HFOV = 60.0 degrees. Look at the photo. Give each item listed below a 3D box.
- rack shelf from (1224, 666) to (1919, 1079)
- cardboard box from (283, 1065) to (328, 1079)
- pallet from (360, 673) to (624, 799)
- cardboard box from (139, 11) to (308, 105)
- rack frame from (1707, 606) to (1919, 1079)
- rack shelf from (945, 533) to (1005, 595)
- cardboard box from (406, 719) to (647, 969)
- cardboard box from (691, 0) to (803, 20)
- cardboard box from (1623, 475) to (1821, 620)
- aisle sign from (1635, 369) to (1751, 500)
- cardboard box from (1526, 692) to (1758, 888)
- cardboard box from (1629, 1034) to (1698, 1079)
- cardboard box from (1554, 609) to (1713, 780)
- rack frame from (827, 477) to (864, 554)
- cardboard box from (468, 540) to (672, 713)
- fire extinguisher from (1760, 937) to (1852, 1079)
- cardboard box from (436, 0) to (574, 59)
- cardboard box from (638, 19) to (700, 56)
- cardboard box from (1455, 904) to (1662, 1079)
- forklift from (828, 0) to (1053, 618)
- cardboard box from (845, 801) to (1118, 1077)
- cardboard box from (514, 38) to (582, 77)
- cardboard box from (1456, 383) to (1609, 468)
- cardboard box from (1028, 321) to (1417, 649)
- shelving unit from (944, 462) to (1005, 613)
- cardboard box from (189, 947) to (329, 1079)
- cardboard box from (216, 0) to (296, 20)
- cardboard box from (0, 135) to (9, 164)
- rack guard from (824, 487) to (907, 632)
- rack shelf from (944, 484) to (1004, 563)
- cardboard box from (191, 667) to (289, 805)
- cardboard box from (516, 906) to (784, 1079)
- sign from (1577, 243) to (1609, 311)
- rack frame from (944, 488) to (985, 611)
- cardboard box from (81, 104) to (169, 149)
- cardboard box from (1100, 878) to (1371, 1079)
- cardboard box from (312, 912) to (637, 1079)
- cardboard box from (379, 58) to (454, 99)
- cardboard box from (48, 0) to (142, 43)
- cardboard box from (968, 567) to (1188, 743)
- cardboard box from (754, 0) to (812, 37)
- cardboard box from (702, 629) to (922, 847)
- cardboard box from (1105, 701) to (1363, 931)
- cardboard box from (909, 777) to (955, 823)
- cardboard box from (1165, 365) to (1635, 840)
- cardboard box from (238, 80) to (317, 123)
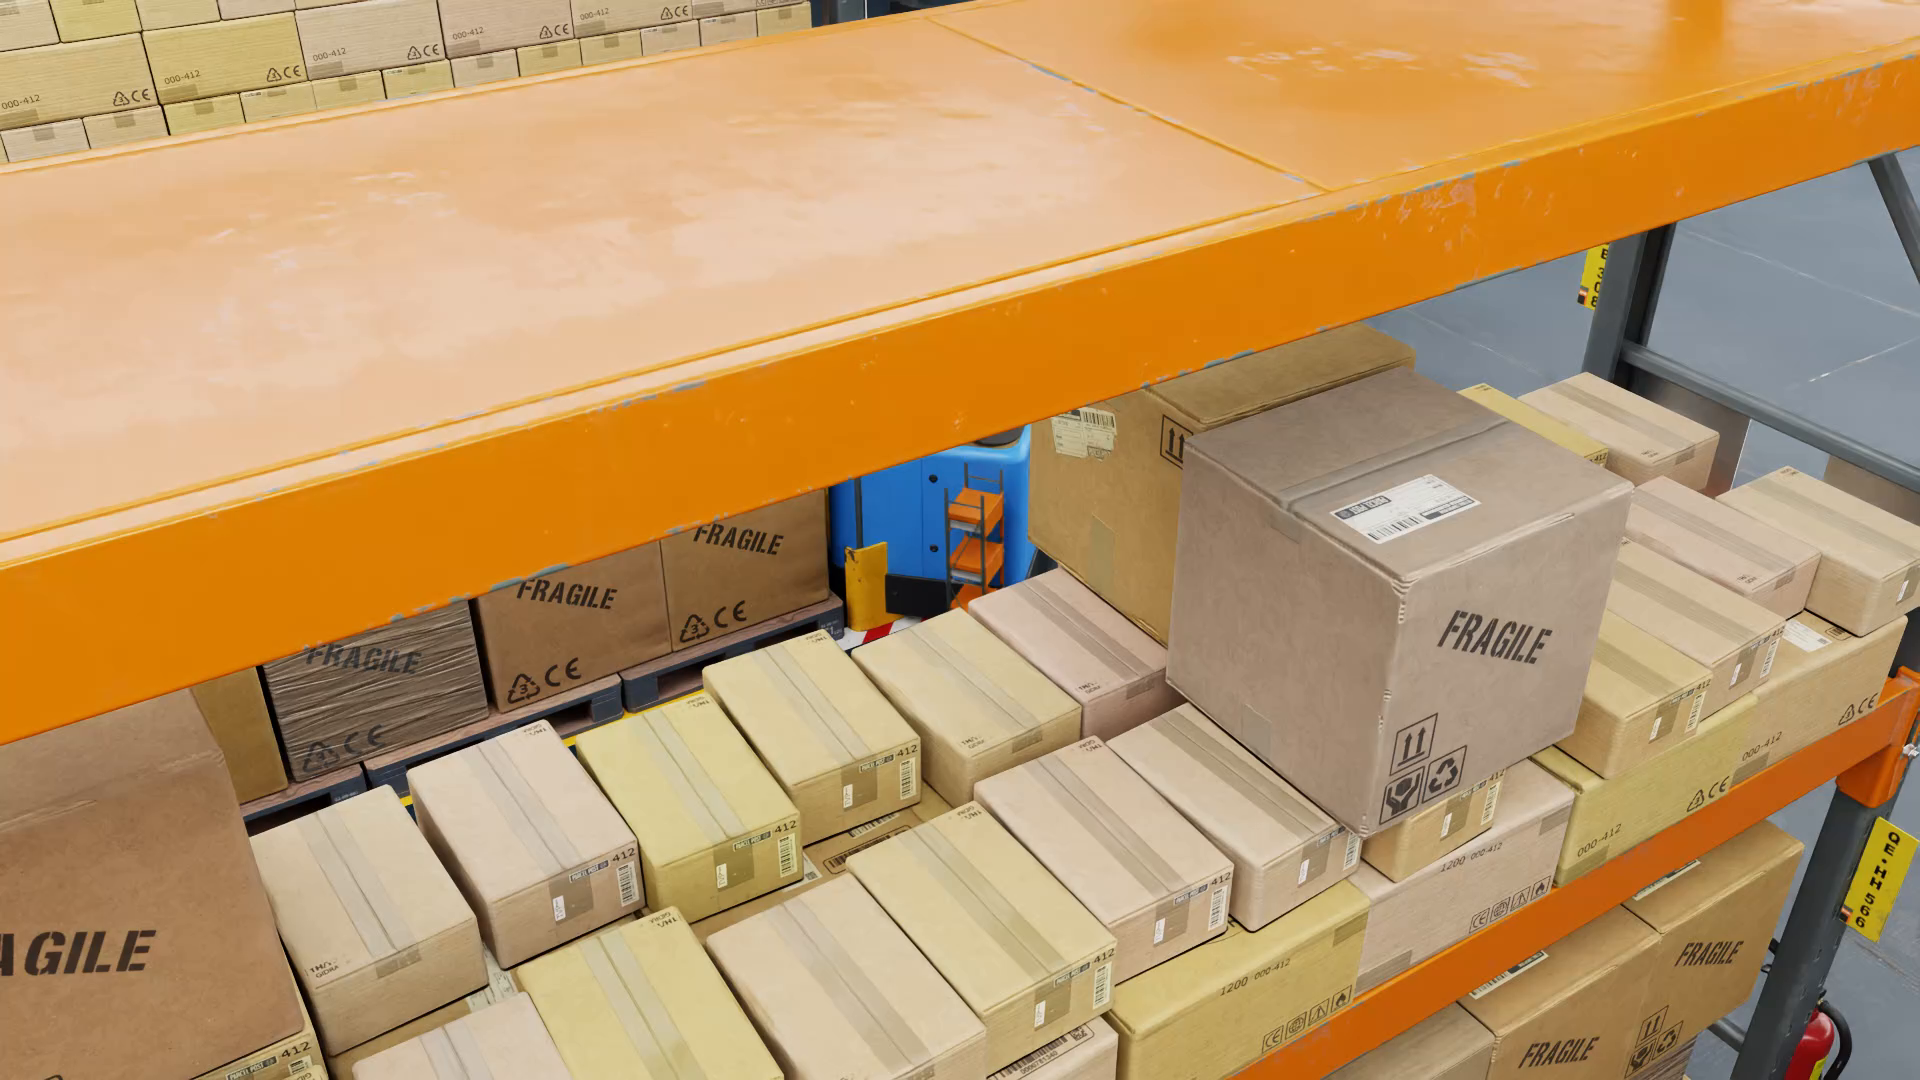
[{"bbox_3d":[0.192,0.784,3.181,4.000,0.370,1.077,-19,37,-27],"label":"rack shelf"},{"bbox_3d":[-0.862,0.889,2.106,0.250,0.149,0.380,-21,38,-30],"label":"cardboard box"},{"bbox_3d":[-2.383,0.713,8.044,1.213,0.211,1.003,-19,37,-27],"label":"pallet"},{"bbox_3d":[-2.682,-1.787,5.955,0.500,0.250,0.500,-19,37,-28],"label":"cardboard box"},{"bbox_3d":[1.873,1.170,4.705,0.127,3.000,1.000,-19,37,-27],"label":"rack frame"},{"bbox_3d":[0.076,0.154,8.154,0.215,0.259,0.240,12,37,19],"label":"rack shelf"},{"bbox_3d":[-0.716,0.490,2.739,0.250,0.149,0.380,-20,37,-29],"label":"cardboard box"},{"bbox_3d":[-0.989,-2.368,6.876,0.500,0.250,0.500,-18,37,-27],"label":"cardboard box"},{"bbox_3d":[1.526,0.039,3.454,0.250,0.149,0.380,-20,37,-29],"label":"cardboard box"},{"bbox_3d":[1.763,-0.082,4.254,0.004,0.787,0.394,-19,37,-27],"label":"aisle sign"},{"bbox_3d":[1.187,0.364,3.313,0.500,0.250,0.500,-19,37,-27],"label":"cardboard box"},{"bbox_3d":[1.396,1.148,4.367,0.500,0.500,0.875,-19,37,-27],"label":"cardboard box"},{"bbox_3d":[1.158,0.250,3.119,0.250,0.149,0.380,-19,37,-27],"label":"cardboard box"},{"bbox_3d":[-0.729,-1.084,8.278,0.127,3.000,1.000,-19,37,-27],"label":"rack frame"},{"bbox_3d":[-2.002,0.118,7.970,0.875,0.875,0.875,-20,37,-28],"label":"cardboard box"},{"bbox_3d":[2.219,1.376,4.451,0.183,0.674,0.296,-19,37,-27],"label":"fire extinguisher"},{"bbox_3d":[-1.833,-2.079,6.418,0.500,0.250,0.500,-19,37,-28],"label":"cardboard box"},{"bbox_3d":[-1.253,-2.071,6.779,0.250,0.149,0.380,-18,37,-27],"label":"cardboard box"},{"bbox_3d":[1.128,0.996,3.672,0.500,0.500,0.500,-19,37,-27],"label":"cardboard box"},{"bbox_3d":[0.135,-1.567,9.109,1.130,2.935,3.031,7,33,10],"label":"forklift"},{"bbox_3d":[0.027,0.603,2.560,0.250,0.149,0.380,-20,37,-28],"label":"cardboard box"},{"bbox_3d":[-1.681,-1.923,6.546,0.250,0.149,0.380,-20,37,-28],"label":"cardboard box"},{"bbox_3d":[1.246,-0.197,3.827,0.250,0.149,0.380,-18,37,-26],"label":"cardboard box"},{"bbox_3d":[0.479,-0.170,3.177,0.500,0.500,0.500,-19,37,-27],"label":"cardboard box"},{"bbox_3d":[0.075,0.145,8.148,0.215,1.050,0.252,12,37,19],"label":"shelving unit"},{"bbox_3d":[-1.098,0.692,2.418,0.250,0.149,0.380,-19,37,-27],"label":"cardboard box"},{"bbox_3d":[-2.532,-1.968,5.869,0.250,0.149,0.380,-19,37,-27],"label":"cardboard box"},{"bbox_3d":[-3.385,-1.338,5.618,0.250,0.149,0.380,-19,37,-27],"label":"cardboard box"},{"bbox_3d":[-0.709,-0.033,8.956,0.348,0.500,1.175,-19,37,-27],"label":"rack guard"},{"bbox_3d":[0.070,-0.081,7.994,0.215,0.259,0.240,12,37,19],"label":"rack shelf"},{"bbox_3d":[-3.525,0.643,7.138,0.875,0.875,0.875,-18,37,-27],"label":"cardboard box"},{"bbox_3d":[-0.439,0.730,2.359,0.250,0.149,0.380,-18,36,-26],"label":"cardboard box"},{"bbox_3d":[1.579,-0.712,4.058,0.005,0.325,0.100,-19,37,-27],"label":"sign"},{"bbox_3d":[0.029,0.209,8.056,0.200,1.050,0.008,12,37,19],"label":"rack frame"},{"bbox_3d":[-2.963,-1.482,5.846,0.250,0.149,0.380,-20,37,-28],"label":"cardboard box"},{"bbox_3d":[0.332,0.656,2.850,0.500,0.250,0.500,-20,37,-28],"label":"cardboard box"},{"bbox_3d":[-0.803,0.726,2.739,0.500,0.250,0.500,-18,36,-26],"label":"cardboard box"},{"bbox_3d":[-2.107,-1.777,6.314,0.250,0.149,0.380,-18,37,-27],"label":"cardboard box"},{"bbox_3d":[-2.961,-1.820,5.635,0.250,0.149,0.380,-20,37,-28],"label":"cardboard box"},{"bbox_3d":[0.220,0.226,3.158,0.250,0.149,0.380,-19,37,-28],"label":"cardboard box"},{"bbox_3d":[-0.825,-2.218,7.013,0.250,0.149,0.380,-19,37,-27],"label":"cardboard box"},{"bbox_3d":[-0.267,0.345,2.968,0.250,0.149,0.380,-17,36,-25],"label":"cardboard box"},{"bbox_3d":[0.456,0.447,2.806,0.250,0.149,0.380,-21,38,-30],"label":"cardboard box"},{"bbox_3d":[0.045,0.434,3.201,0.500,0.250,0.500,-18,36,-26],"label":"cardboard box"},{"bbox_3d":[0.707,0.083,2.776,0.500,0.500,0.500,-19,37,-27],"label":"cardboard box"},{"bbox_3d":[-2.532,-1.631,6.083,0.250,0.149,0.380,-19,37,-27],"label":"cardboard box"}]
